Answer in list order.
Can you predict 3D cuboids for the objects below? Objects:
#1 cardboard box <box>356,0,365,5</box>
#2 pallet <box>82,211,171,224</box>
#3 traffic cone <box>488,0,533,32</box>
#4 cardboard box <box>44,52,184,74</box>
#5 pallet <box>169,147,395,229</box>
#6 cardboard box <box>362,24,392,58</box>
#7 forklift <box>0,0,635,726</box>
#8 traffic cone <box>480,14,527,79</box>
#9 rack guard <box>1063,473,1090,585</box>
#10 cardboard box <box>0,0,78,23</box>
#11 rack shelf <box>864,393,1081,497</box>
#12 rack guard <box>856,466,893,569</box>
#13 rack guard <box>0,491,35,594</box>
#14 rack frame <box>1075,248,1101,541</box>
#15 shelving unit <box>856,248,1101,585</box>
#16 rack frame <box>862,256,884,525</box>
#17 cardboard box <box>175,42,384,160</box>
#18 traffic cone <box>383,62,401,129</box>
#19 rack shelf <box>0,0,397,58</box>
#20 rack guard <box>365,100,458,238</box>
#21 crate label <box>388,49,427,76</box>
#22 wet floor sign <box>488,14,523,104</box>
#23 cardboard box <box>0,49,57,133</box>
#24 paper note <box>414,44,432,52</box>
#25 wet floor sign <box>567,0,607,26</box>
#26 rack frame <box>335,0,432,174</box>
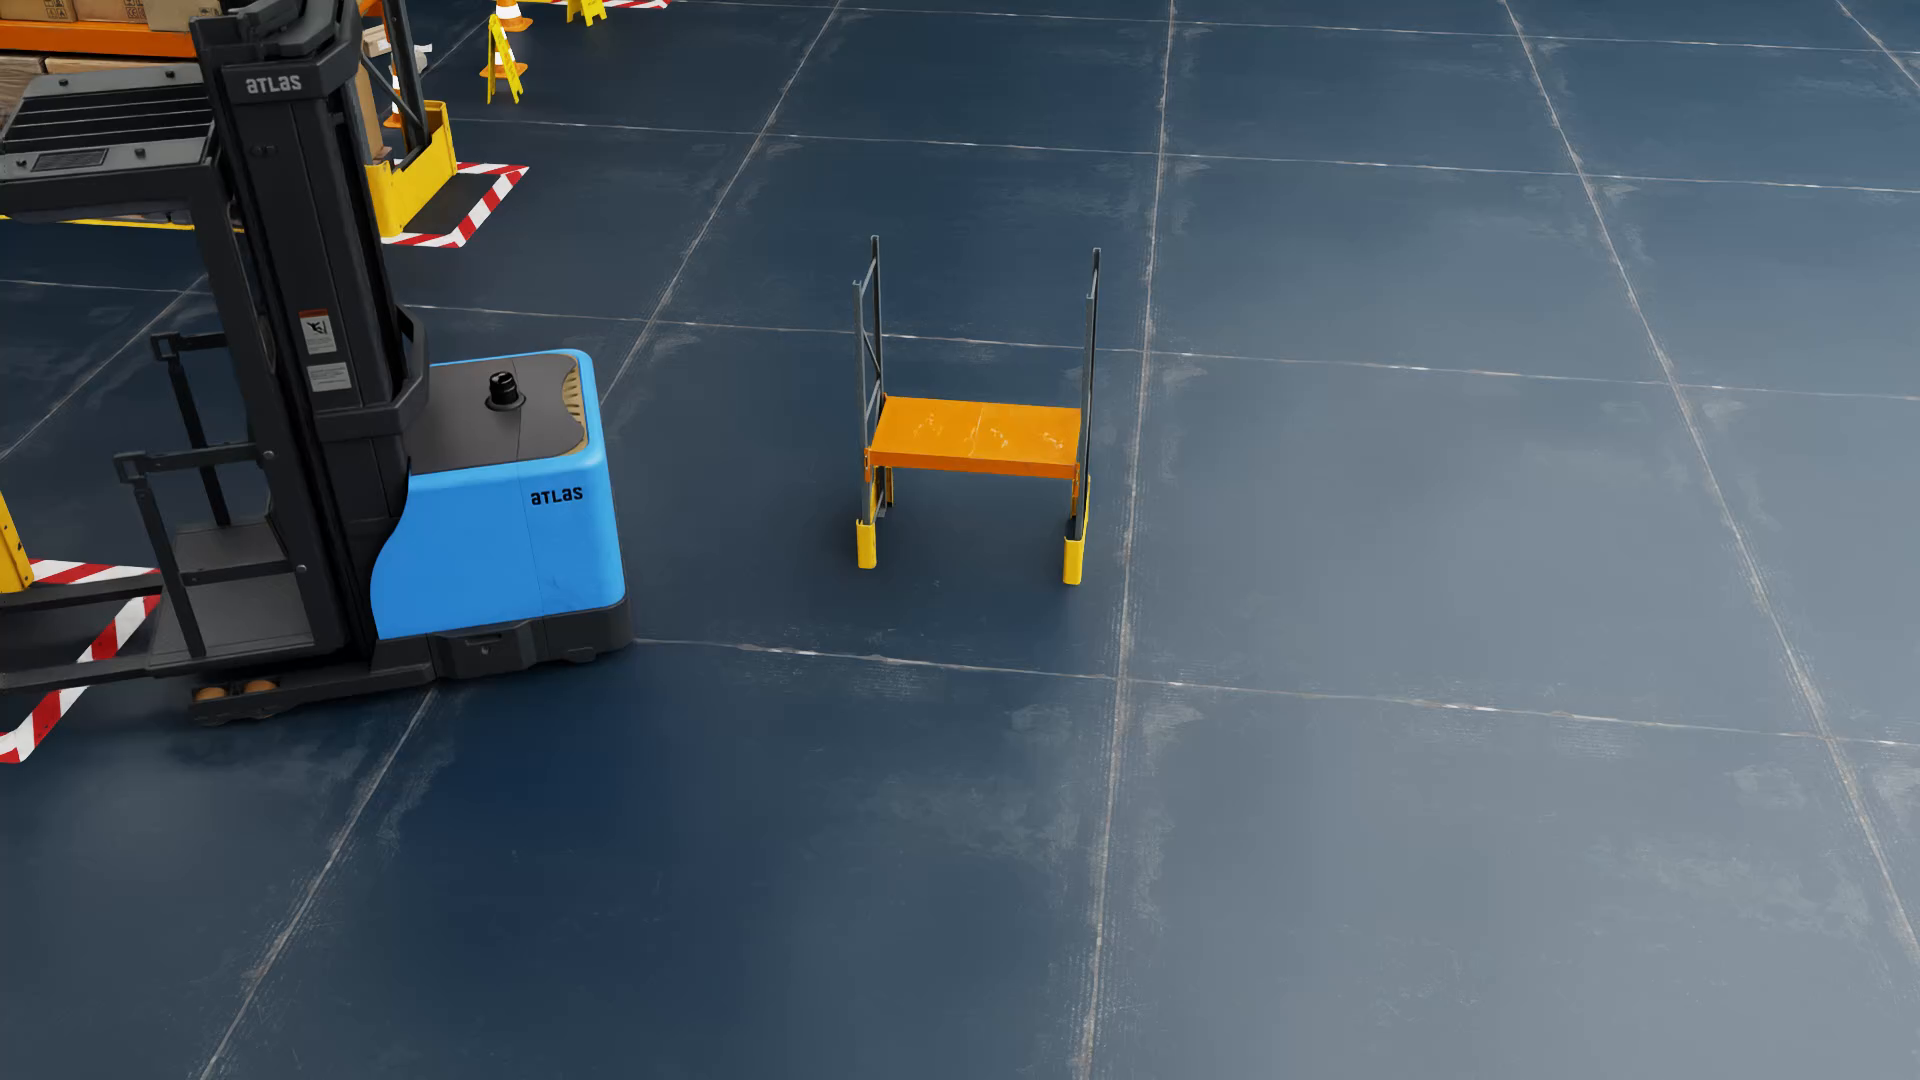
[{"bbox_3d":[-4.249,-3.643,10.644,0.550,0.550,0.875,4,36,6],"label":"cardboard box"},{"bbox_3d":[-5.885,-2.552,11.644,1.213,0.211,1.003,4,36,6],"label":"pallet"},{"bbox_3d":[-3.936,-4.696,14.432,0.334,0.463,0.336,4,36,6],"label":"traffic cone"},{"bbox_3d":[-5.430,-2.963,11.287,0.875,0.875,0.875,4,36,5],"label":"cardboard box"},{"bbox_3d":[-4.679,-2.460,11.515,1.213,0.211,1.003,4,36,6],"label":"pallet"},{"bbox_3d":[-4.902,-4.213,14.025,0.250,0.149,0.380,24,42,30],"label":"cardboard box"},{"bbox_3d":[-3.047,-0.736,6.758,3.031,2.935,1.130,-8,36,-11],"label":"forklift"},{"bbox_3d":[-3.740,-4.032,13.501,0.334,0.463,0.336,4,36,6],"label":"traffic cone"},{"bbox_3d":[0.570,-0.059,8.118,0.087,0.250,0.587,4,36,6],"label":"rack guard"},{"bbox_3d":[-5.868,-3.801,10.864,0.500,0.550,0.875,4,36,6],"label":"cardboard box"},{"bbox_3d":[0.085,-0.458,7.910,1.000,0.185,0.538,4,36,6],"label":"rack shelf"},{"bbox_3d":[-0.418,-0.133,8.221,0.087,0.250,0.587,4,36,6],"label":"rack guard"},{"bbox_3d":[-4.683,0.281,7.425,0.348,0.500,1.175,4,36,6],"label":"rack guard"},{"bbox_3d":[0.589,-0.567,7.753,0.032,1.500,0.500,4,36,6],"label":"rack frame"},{"bbox_3d":[0.076,-0.605,7.806,1.083,1.500,0.587,4,36,6],"label":"shelving unit"},{"bbox_3d":[-0.419,-0.643,7.859,0.013,1.308,0.475,4,36,6],"label":"rack frame"},{"bbox_3d":[-4.557,-2.899,11.197,0.875,0.875,0.875,4,36,6],"label":"cardboard box"},{"bbox_3d":[-4.222,-3.406,12.624,0.334,0.463,0.336,4,36,6],"label":"traffic cone"},{"bbox_3d":[-5.859,-3.436,11.102,4.000,0.370,1.077,4,36,6],"label":"rack shelf"},{"bbox_3d":[-3.852,-2.562,11.409,0.348,0.500,1.175,4,36,6],"label":"rack guard"},{"bbox_3d":[-4.528,-3.922,13.627,0.298,0.136,0.250,-14,38,-18],"label":"crate label"},{"bbox_3d":[-3.595,-3.761,12.965,0.232,0.644,0.267,-2,36,-2],"label":"wet floor sign"},{"bbox_3d":[-6.334,-3.032,11.383,0.875,0.875,0.875,5,36,6],"label":"cardboard box"},{"bbox_3d":[-4.537,-4.155,14.046,0.142,0.019,0.148,-7,36,-10],"label":"paper note"},{"bbox_3d":[-3.293,-4.852,14.492,0.232,0.644,0.267,17,39,22],"label":"wet floor sign"},{"bbox_3d":[-3.876,-3.581,10.685,0.127,3.000,1.000,4,36,6],"label":"rack frame"}]
